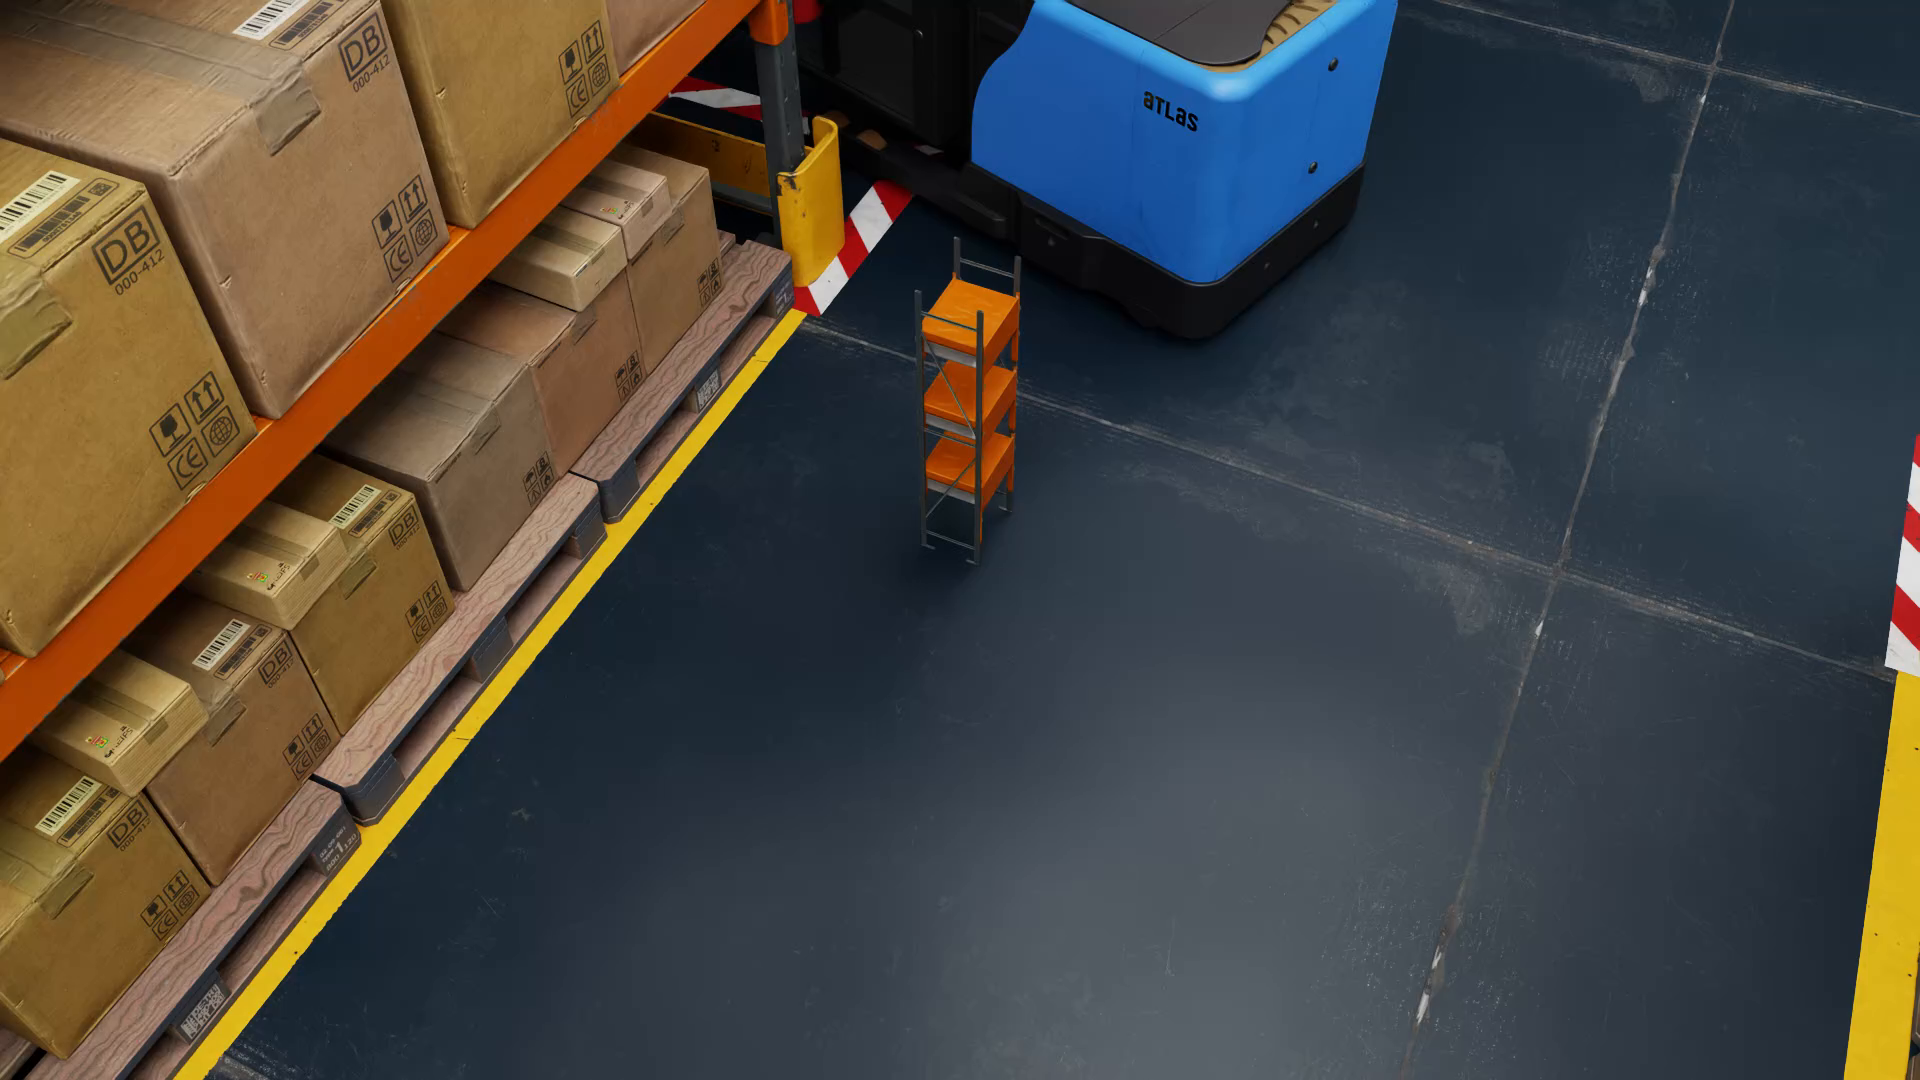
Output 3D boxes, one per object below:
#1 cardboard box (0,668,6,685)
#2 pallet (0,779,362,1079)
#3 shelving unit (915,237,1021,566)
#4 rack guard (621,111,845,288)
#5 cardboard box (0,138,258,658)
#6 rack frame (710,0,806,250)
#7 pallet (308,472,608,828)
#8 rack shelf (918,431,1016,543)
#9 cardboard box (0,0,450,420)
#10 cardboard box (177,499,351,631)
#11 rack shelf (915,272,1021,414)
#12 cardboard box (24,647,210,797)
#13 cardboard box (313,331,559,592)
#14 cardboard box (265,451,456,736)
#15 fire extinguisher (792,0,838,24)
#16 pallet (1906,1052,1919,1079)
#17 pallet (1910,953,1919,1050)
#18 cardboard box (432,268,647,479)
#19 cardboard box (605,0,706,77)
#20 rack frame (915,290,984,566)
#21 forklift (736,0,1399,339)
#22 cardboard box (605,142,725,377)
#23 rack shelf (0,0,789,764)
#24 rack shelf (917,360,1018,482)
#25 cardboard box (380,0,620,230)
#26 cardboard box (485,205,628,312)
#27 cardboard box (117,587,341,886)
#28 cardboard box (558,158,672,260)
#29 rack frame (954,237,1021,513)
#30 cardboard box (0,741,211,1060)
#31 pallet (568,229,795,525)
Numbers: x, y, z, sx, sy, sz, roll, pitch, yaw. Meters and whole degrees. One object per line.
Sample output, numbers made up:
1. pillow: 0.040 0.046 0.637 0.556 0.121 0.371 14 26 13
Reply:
1. cardboard box: -2.480 0.126 2.976 0.980 0.700 0.700 21 53 17
2. pallet: -2.331 0.997 4.263 1.003 0.211 1.213 20 52 16
3. shelving unit: 0.023 -0.377 4.882 0.215 1.050 0.252 20 52 16
4. rack guard: -1.008 -1.369 6.087 1.175 0.500 0.348 20 52 16
5. cardboard box: -2.163 -0.375 3.402 0.980 0.700 0.700 19 52 15
6. rack frame: -1.018 -2.163 5.121 1.000 3.000 0.127 20 52 16
7. pallet: -1.811 0.154 4.980 1.003 0.211 1.213 20 52 16
8. rack shelf: 0.023 -0.190 5.101 0.215 0.259 0.240 20 52 16
9. cardboard box: -1.861 -0.879 3.831 0.980 0.700 0.700 18 52 14
10. cardboard box: -1.780 0.038 4.188 0.380 0.149 0.250 18 52 15
11. rack shelf: 0.023 -0.554 4.673 0.215 0.259 0.240 20 52 16
12. cardboard box: -2.003 0.397 3.882 0.380 0.149 0.250 21 53 17
13. cardboard box: -1.654 -0.283 4.887 0.700 0.500 0.500 18 52 15
14. cardboard box: -1.876 0.086 4.573 0.700 0.500 0.500 21 53 17
15. fire extinguisher: -0.536 -1.971 5.253 0.296 0.674 0.183 20 52 16
16. pallet: 2.568 1.789 3.590 1.003 0.211 1.213 20 52 16
17. pallet: 3.090 0.952 4.302 1.003 0.211 1.213 20 52 16
18. cardboard box: -1.440 -0.630 5.182 0.700 0.500 0.500 20 52 16
19. cardboard box: -1.227 -1.906 4.705 0.980 0.700 0.700 22 53 18
20. rack frame: -0.029 -0.293 4.810 0.200 1.050 0.008 20 52 16
21. forklift: 0.047 -2.633 5.566 3.031 2.935 1.130 35 58 26
22. cardboard box: -1.226 -0.974 5.475 0.700 0.500 0.500 20 52 16
23. rack shelf: -1.872 -0.553 4.223 1.077 0.370 4.000 20 52 16
24. rack shelf: 0.023 -0.370 4.890 0.215 0.259 0.240 20 52 16
25. cardboard box: -1.527 -1.401 4.276 0.980 0.700 0.700 19 52 16
26. cardboard box: -1.225 -0.861 4.952 0.380 0.149 0.250 21 53 17
27. cardboard box: -2.097 0.439 4.272 0.700 0.500 0.500 19 52 16
28. cardboard box: -1.117 -1.037 5.102 0.380 0.149 0.250 19 52 16
29. rack frame: 0.075 -0.461 4.953 0.200 1.050 0.008 20 52 16
30. cardboard box: -2.314 0.784 3.979 0.700 0.500 0.500 20 53 17
31. pallet: -1.289 -0.683 5.693 1.003 0.211 1.213 20 52 16
